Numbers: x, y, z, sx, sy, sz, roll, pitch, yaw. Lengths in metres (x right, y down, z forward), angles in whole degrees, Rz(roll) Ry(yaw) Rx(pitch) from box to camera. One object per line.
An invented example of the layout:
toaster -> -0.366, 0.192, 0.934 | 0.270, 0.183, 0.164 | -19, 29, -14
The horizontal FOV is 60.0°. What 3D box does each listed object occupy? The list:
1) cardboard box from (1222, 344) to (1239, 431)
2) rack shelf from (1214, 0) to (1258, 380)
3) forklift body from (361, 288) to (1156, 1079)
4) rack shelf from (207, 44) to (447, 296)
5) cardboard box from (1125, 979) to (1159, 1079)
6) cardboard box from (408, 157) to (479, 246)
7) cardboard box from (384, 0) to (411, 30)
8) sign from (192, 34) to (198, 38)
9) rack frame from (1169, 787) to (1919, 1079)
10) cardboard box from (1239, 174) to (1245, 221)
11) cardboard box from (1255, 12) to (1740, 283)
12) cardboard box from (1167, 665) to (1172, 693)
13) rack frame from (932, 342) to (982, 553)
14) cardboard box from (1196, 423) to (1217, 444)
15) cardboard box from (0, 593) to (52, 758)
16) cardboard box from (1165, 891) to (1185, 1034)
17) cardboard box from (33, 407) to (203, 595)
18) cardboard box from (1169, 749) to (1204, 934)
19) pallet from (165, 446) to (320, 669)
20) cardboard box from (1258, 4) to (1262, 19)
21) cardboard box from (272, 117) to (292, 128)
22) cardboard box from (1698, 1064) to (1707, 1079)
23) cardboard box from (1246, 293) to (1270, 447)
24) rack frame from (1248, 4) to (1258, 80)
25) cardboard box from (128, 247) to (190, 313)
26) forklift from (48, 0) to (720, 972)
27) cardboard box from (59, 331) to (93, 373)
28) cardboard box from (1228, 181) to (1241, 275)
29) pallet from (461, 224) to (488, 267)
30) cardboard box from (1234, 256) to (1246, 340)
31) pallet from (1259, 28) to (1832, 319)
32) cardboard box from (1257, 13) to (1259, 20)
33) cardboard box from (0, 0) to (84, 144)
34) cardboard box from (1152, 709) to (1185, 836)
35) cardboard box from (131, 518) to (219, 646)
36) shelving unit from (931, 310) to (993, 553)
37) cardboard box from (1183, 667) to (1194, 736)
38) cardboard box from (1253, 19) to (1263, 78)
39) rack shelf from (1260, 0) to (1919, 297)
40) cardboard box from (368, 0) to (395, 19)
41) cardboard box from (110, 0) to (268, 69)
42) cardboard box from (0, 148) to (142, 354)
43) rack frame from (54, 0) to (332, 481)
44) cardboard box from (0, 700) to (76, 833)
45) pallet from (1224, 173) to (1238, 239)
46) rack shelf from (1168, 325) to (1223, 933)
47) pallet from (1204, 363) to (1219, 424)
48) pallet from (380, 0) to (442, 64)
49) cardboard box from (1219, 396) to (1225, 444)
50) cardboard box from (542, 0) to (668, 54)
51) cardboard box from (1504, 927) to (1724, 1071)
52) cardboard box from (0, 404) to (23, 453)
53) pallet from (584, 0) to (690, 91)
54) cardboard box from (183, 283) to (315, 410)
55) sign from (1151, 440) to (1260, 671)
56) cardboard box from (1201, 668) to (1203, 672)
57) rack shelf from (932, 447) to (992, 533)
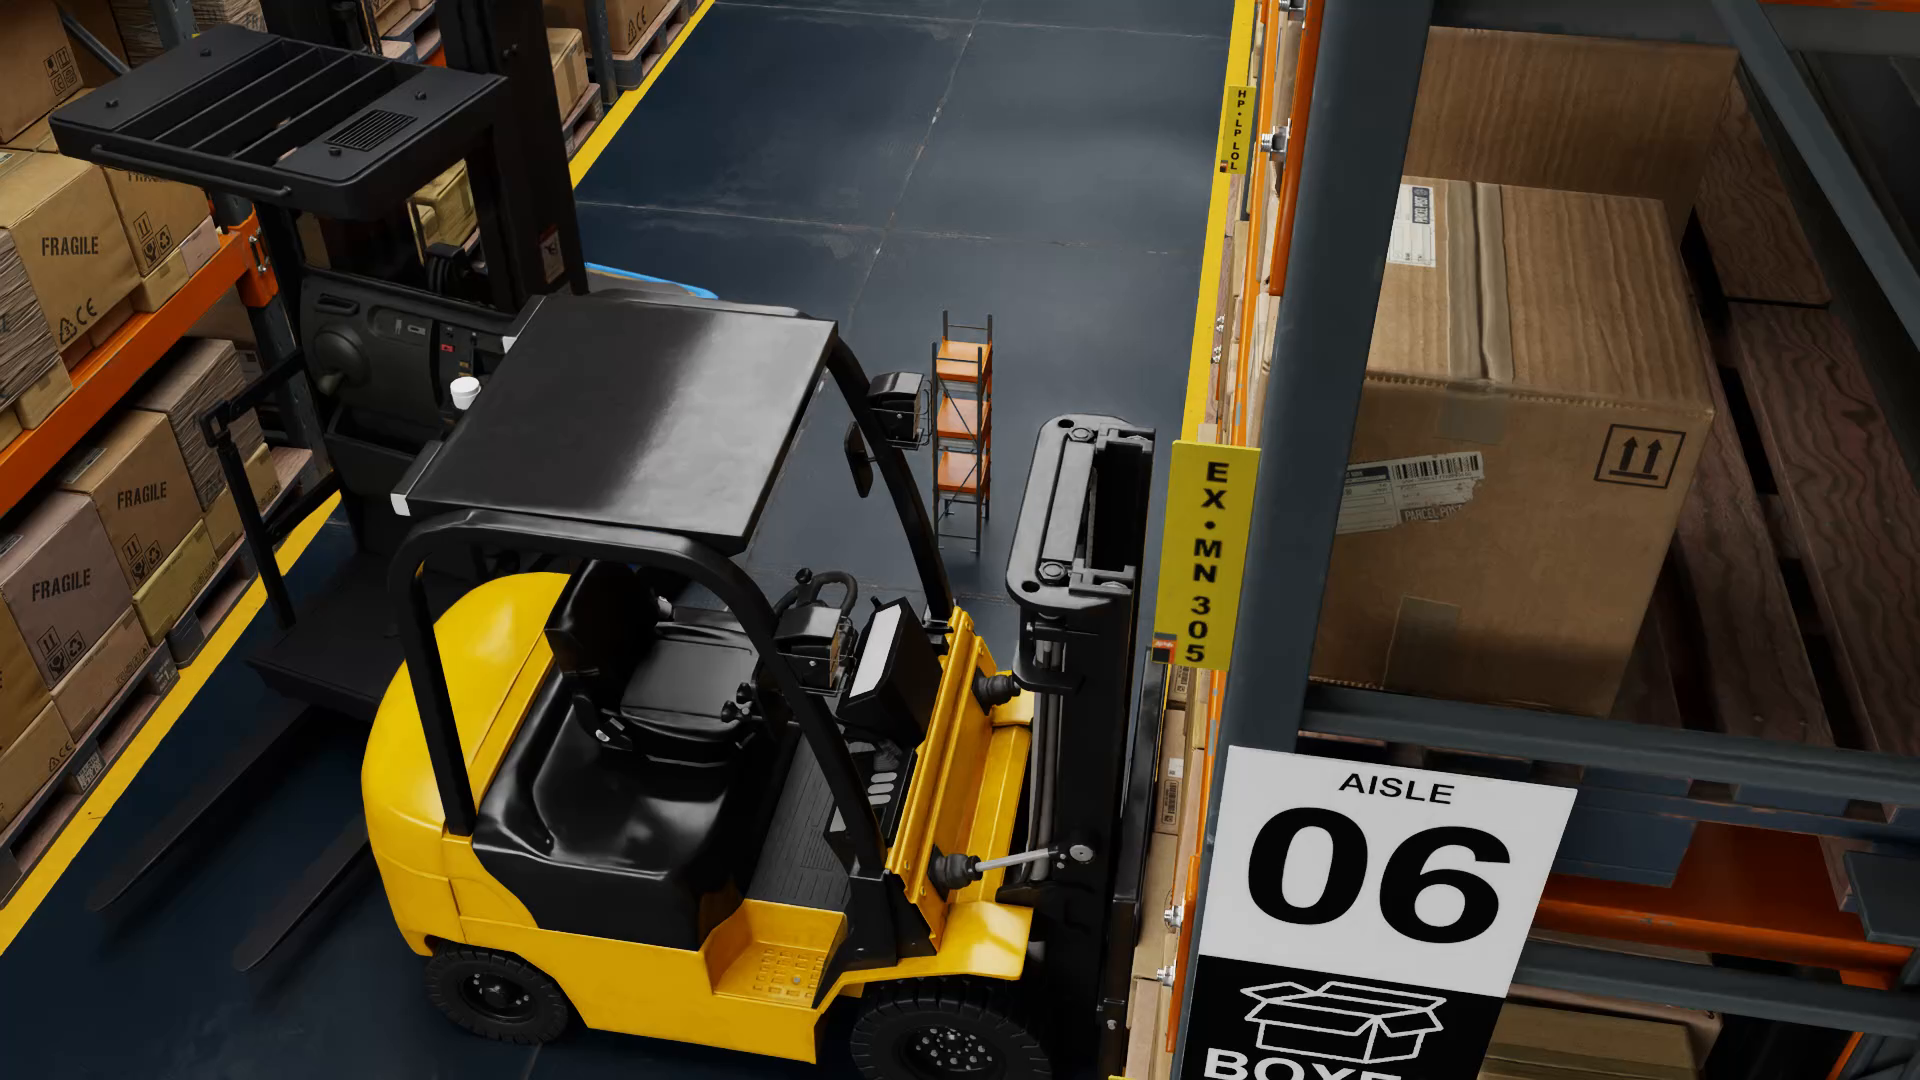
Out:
cardboard box -> 0.964, -0.428, 4.825 | 0.380, 0.149, 0.250 | 6, 40, 7
rack shelf -> 1.848, -1.928, 7.793 | 1.077, 0.370, 4.000 | 6, 40, 8
forklift body -> -0.659, 0.496, 4.962 | 2.313, 2.155, 1.214 | 6, 40, 8
rack shelf -> -3.042, -2.473, 8.452 | 1.077, 0.370, 4.000 | 6, 40, 8
cardboard box -> 0.665, 1.428, 4.212 | 0.500, 0.250, 0.500 | 7, 40, 8
cardboard box -> -3.060, -1.862, 8.881 | 0.950, 0.372, 0.625 | 8, 40, 9
cardboard box -> -2.825, -2.526, 7.819 | 0.380, 0.149, 0.250 | 7, 40, 8
sign -> -2.852, -1.774, 6.362 | 0.100, 0.325, 0.005 | 6, 40, 8
rack frame -> 0.810, 1.560, 3.009 | 1.000, 3.000, 0.127 | 6, 40, 8
cardboard box -> 1.335, -1.422, 6.341 | 0.500, 0.250, 0.500 | 6, 40, 7
cardboard box -> 0.922, -0.771, 2.988 | 0.700, 0.500, 0.500 | 7, 40, 8
cardboard box -> 0.930, 0.655, 5.540 | 0.500, 0.250, 0.500 | 6, 40, 7
rack frame -> -0.012, -0.362, 6.863 | 0.200, 1.050, 0.008 | 6, 40, 8
cardboard box -> 1.109, -0.169, 6.144 | 0.500, 0.250, 0.500 | 6, 40, 7
cardboard box -> -3.483, 0.491, 5.542 | 0.500, 0.500, 0.500 | 7, 40, 9
cardboard box -> 0.609, 0.859, 3.269 | 0.380, 0.149, 0.250 | 7, 40, 8
cardboard box -> -3.312, -0.166, 6.337 | 0.500, 0.500, 0.500 | 7, 40, 8
cardboard box -> 0.735, 0.859, 3.779 | 0.500, 0.500, 0.500 | 8, 40, 9
pallet -> -3.469, 0.005, 7.079 | 1.003, 0.211, 1.213 | 6, 40, 8
cardboard box -> 1.511, -2.065, 7.120 | 0.500, 0.250, 0.500 | 7, 40, 9
cardboard box -> -2.981, -1.872, 7.028 | 0.380, 0.149, 0.250 | 7, 40, 8
cardboard box -> 1.169, 1.241, 3.316 | 0.500, 0.500, 0.500 | 8, 40, 9
cardboard box -> 0.654, -0.253, 2.637 | 0.380, 0.149, 0.250 | 5, 40, 6
rack frame -> 2.194, -3.461, 9.082 | 1.000, 3.000, 0.127 | 6, 40, 8
cardboard box -> -3.179, -1.006, 6.310 | 0.380, 0.149, 0.250 | 7, 40, 9
forklift -> -1.987, -0.566, 5.635 | 1.130, 2.935, 3.031 | 15, 42, 17
cardboard box -> -3.358, -0.696, 5.935 | 0.380, 0.149, 0.250 | 6, 40, 7
cardboard box -> 1.331, -1.238, 6.511 | 0.500, 0.250, 0.500 | 7, 40, 9
pallet -> -3.046, -1.677, 9.113 | 1.003, 0.211, 1.213 | 6, 40, 8
cardboard box -> 1.017, -0.701, 4.923 | 0.380, 0.149, 0.250 | 7, 40, 9
pallet -> 1.166, -0.771, 3.544 | 1.003, 0.211, 1.213 | 6, 40, 8
cardboard box -> 1.702, -2.512, 8.052 | 0.500, 0.250, 0.500 | 5, 40, 6
cardboard box -> -3.677, -1.782, 5.954 | 0.700, 0.500, 0.500 | 6, 40, 7
cardboard box -> 0.837, 0.793, 4.980 | 0.500, 0.250, 0.500 | 6, 40, 7
cardboard box -> -3.308, 0.138, 6.557 | 0.500, 0.250, 0.500 | 5, 40, 6
shelving unit -> 0.009, -0.438, 6.956 | 0.215, 1.050, 0.252 | 6, 40, 8
cardboard box -> 0.900, 0.221, 4.551 | 0.500, 0.500, 0.500 | 7, 40, 8
cardboard box -> 1.378, -1.969, 6.690 | 0.380, 0.149, 0.250 | 5, 40, 6
rack shelf -> 1.156, -1.576, 2.972 | 1.077, 0.370, 4.000 | 6, 40, 8
cardboard box -> -2.839, -2.696, 7.516 | 0.500, 0.500, 0.500 | 6, 40, 7
cardboard box -> -3.024, -2.073, 6.762 | 0.500, 0.500, 0.500 | 7, 40, 9
cardboard box -> -3.302, -1.018, 5.816 | 0.500, 0.500, 0.500 | 8, 40, 9
rack frame -> -3.388, -1.495, 6.705 | 1.000, 3.000, 0.127 | 6, 40, 8
cardboard box -> -3.490, 0.774, 5.788 | 0.500, 0.250, 0.500 | 9, 40, 11
pallet -> 2.013, -1.874, 9.351 | 1.003, 0.211, 1.213 | 6, 40, 8
rack shelf -> 1.156, 0.582, 4.757 | 1.077, 0.370, 4.000 | 6, 40, 8
pallet -> 1.591, -0.342, 7.498 | 1.003, 0.211, 1.213 | 6, 40, 8
pallet -> -2.998, -2.685, 8.294 | 1.003, 0.211, 1.213 | 6, 40, 8
cardboard box -> 1.094, -0.411, 5.314 | 0.500, 0.500, 0.500 | 7, 40, 8
cardboard box -> -2.494, -3.773, 10.797 | 0.875, 0.875, 0.875 | 6, 40, 7
cardboard box -> 1.186, 0.810, 3.096 | 0.380, 0.149, 0.250 | 8, 40, 9
cardboard box -> -3.389, -0.368, 5.538 | 0.380, 0.149, 0.250 | 6, 40, 7
pallet -> -2.485, -3.418, 11.218 | 1.003, 0.211, 1.213 | 6, 40, 8
cardboard box -> -3.299, -0.974, 7.807 | 0.950, 0.372, 0.625 | 7, 40, 8
sign -> 0.278, 0.025, 1.879 | 0.100, 0.325, 0.005 | 6, 40, 8
cardboard box -> 0.792, 0.215, 4.048 | 0.380, 0.149, 0.250 | 7, 40, 8
rack shelf -> 0.009, -0.216, 7.140 | 0.215, 0.259, 0.240 | 6, 40, 8
